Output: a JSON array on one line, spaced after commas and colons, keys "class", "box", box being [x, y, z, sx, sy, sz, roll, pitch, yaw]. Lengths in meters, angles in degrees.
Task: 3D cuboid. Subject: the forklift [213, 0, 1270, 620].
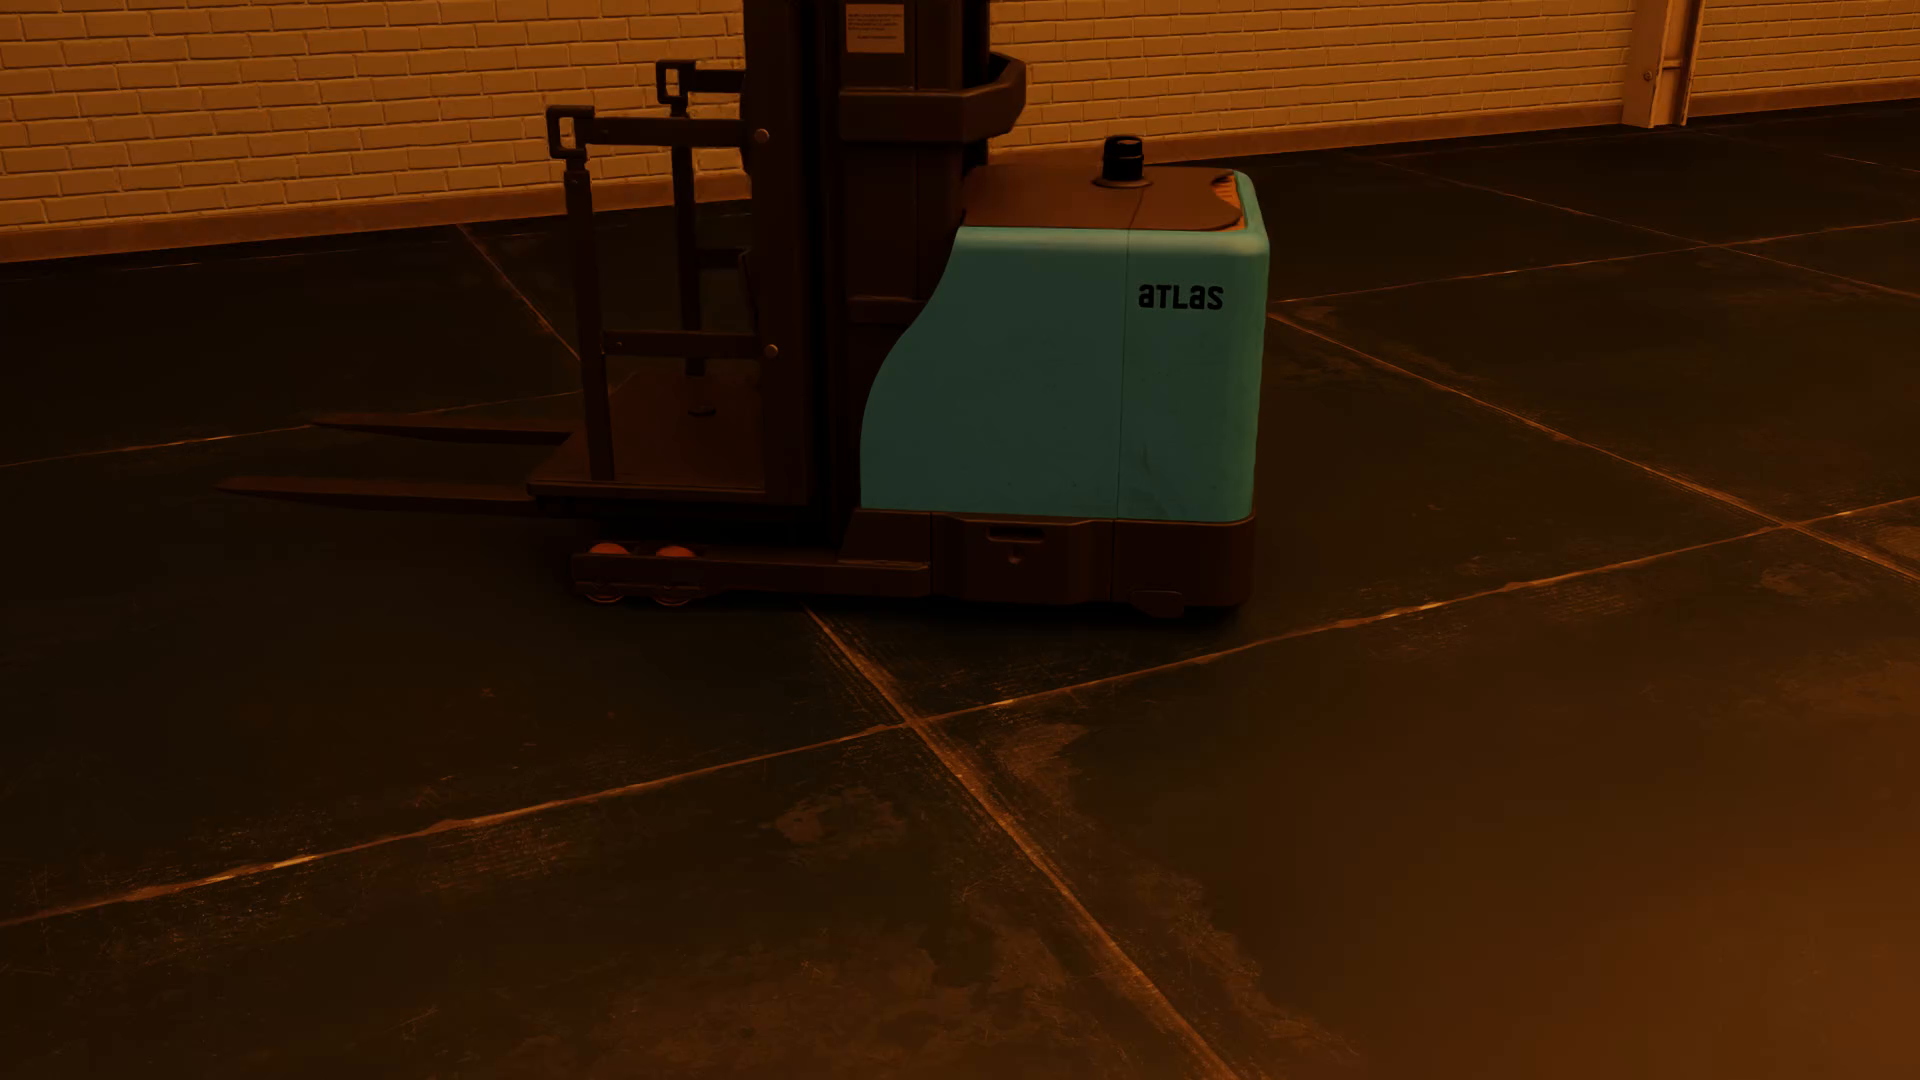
[{"class": "forklift", "box": [-0.663, -1.365, 4.573, 3.031, 2.935, 1.130, 2, 23, 6]}]
